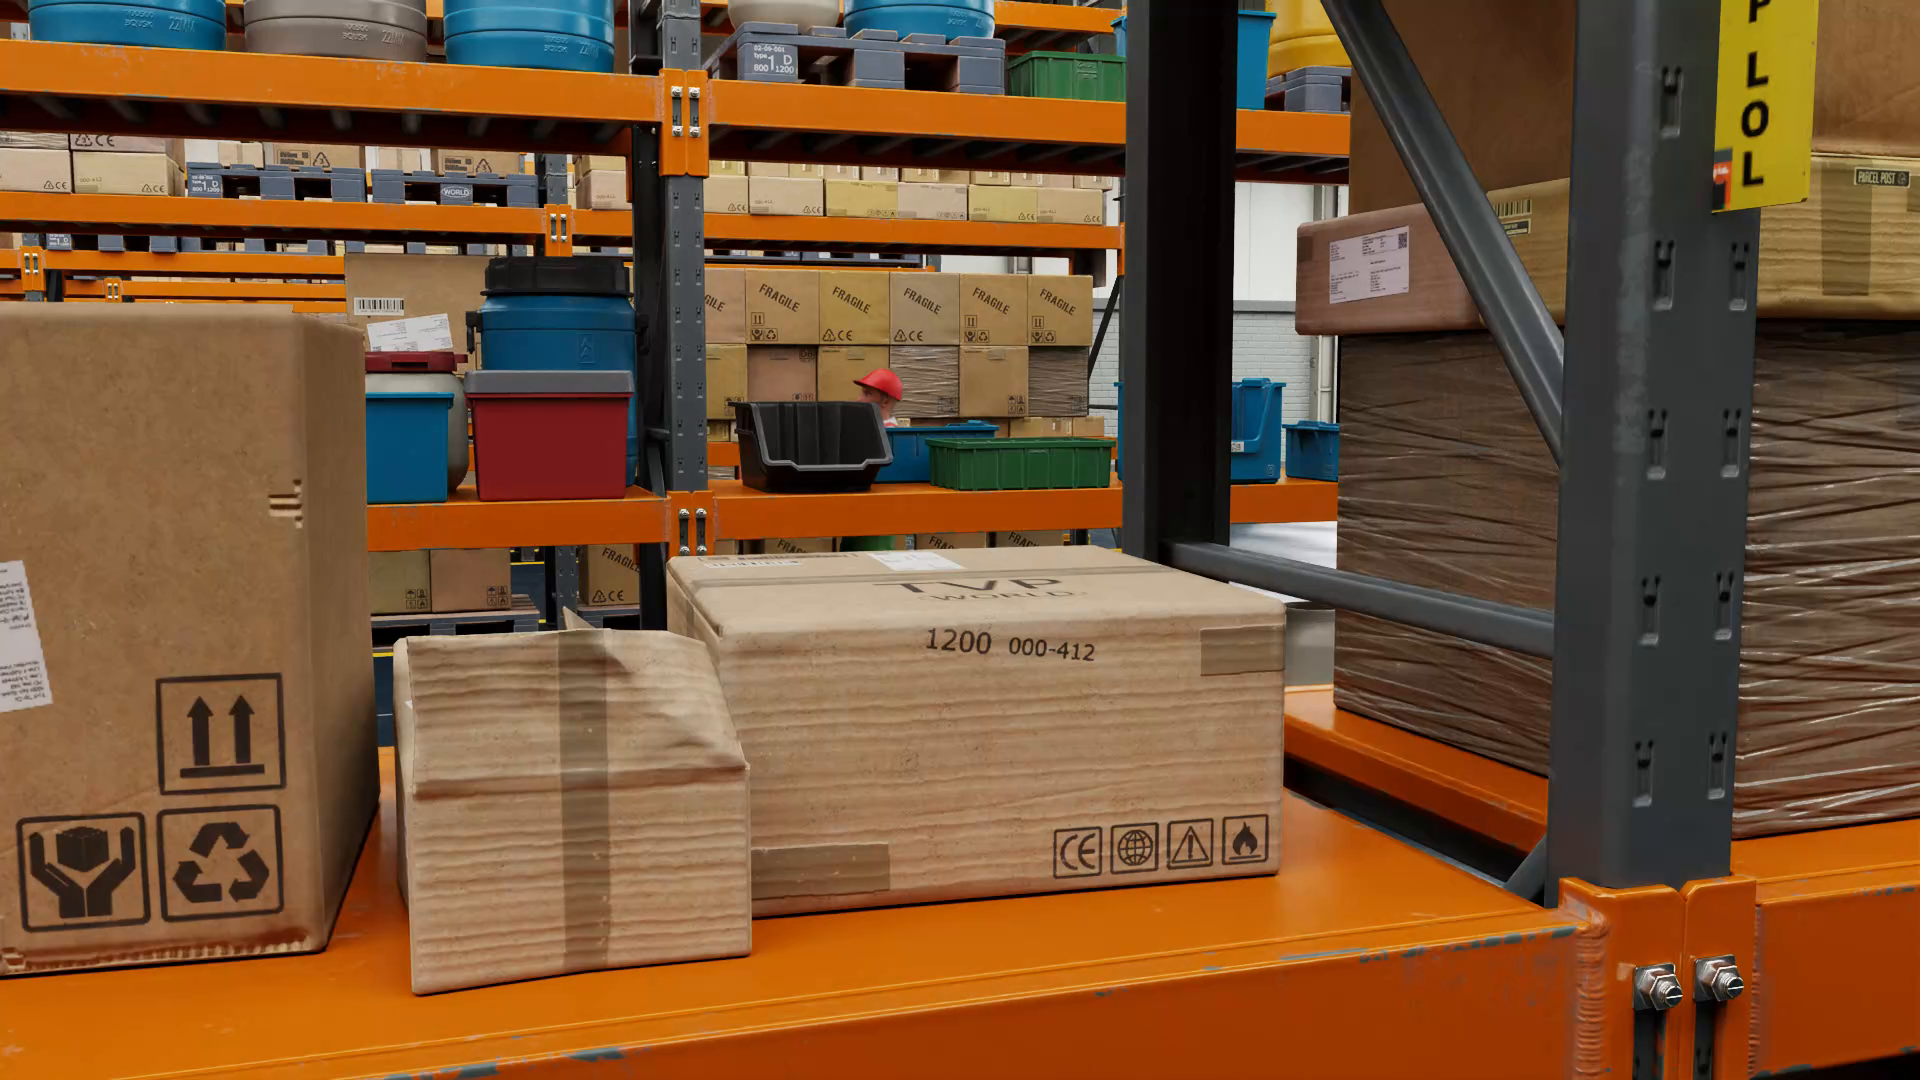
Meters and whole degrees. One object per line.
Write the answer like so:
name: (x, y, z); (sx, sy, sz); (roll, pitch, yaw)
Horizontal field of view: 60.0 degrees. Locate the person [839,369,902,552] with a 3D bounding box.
person: (-0.583, -0.023, 8.914); (0.572, 1.782, 0.493); (-2, 6, -18)
